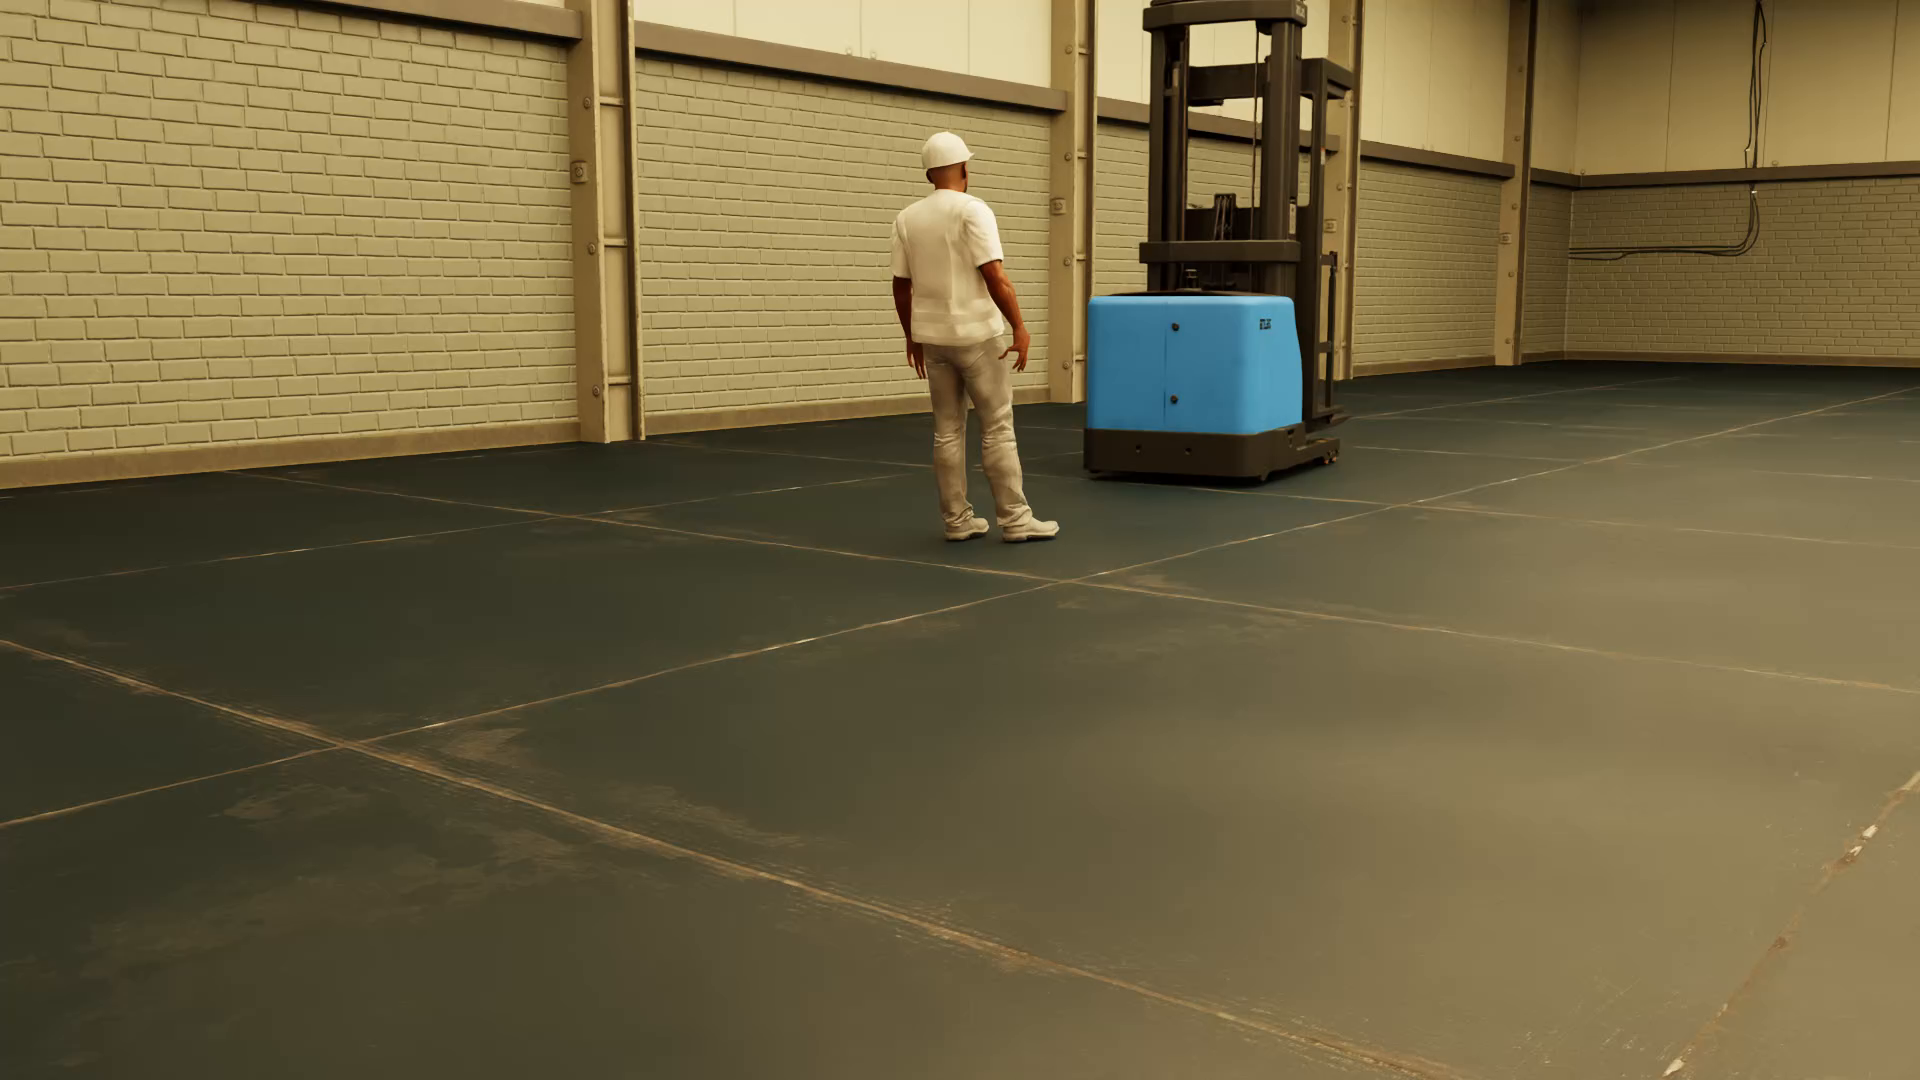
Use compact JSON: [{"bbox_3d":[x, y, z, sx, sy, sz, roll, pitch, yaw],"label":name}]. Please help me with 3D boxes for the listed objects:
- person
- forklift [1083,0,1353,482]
[{"bbox_3d":[0.049,-0.888,7.327,0.665,1.768,0.575,7,11,38],"label":"person"},{"bbox_3d":[1.839,-1.955,10.643,1.130,2.935,3.031,4,9,26],"label":"forklift"}]
